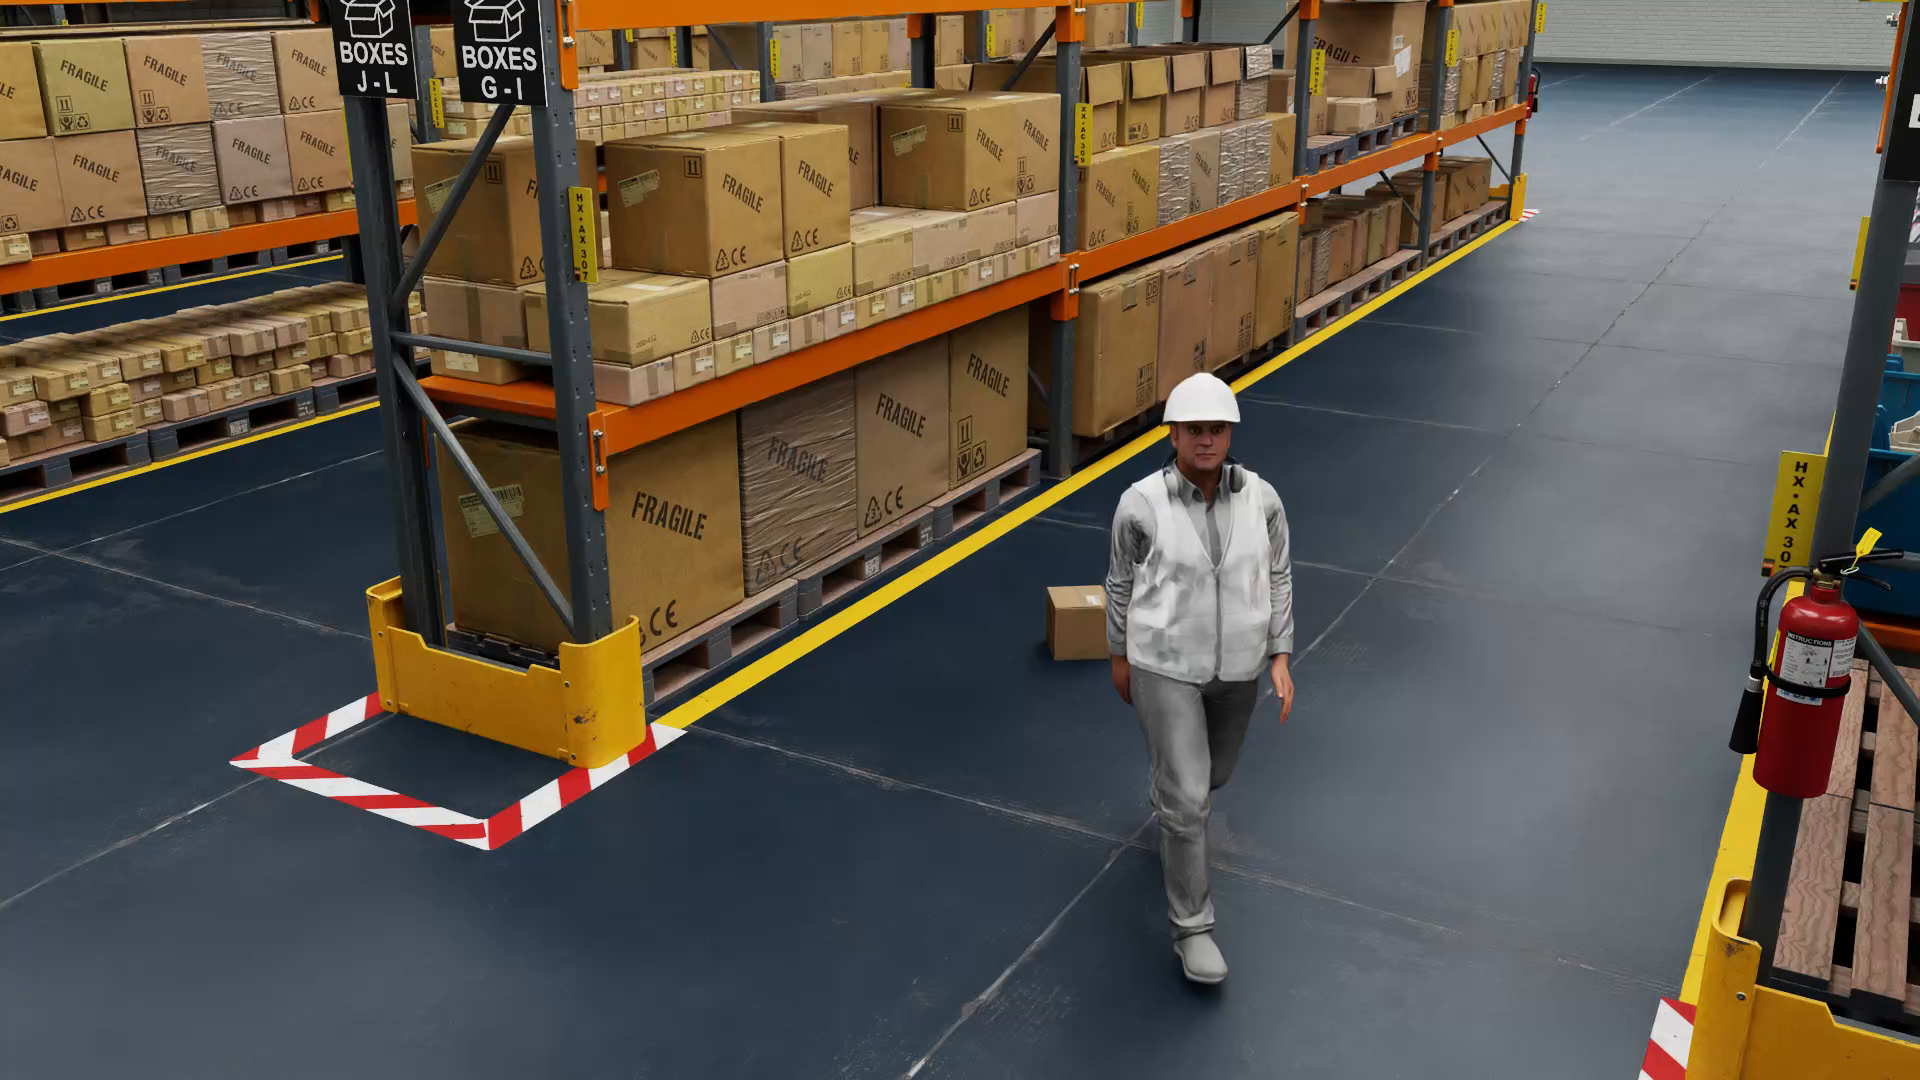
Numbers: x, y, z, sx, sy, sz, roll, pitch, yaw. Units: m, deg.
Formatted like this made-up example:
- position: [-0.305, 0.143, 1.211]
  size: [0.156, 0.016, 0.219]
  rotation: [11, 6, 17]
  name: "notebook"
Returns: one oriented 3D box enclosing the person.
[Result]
- position: [0.723, 0.350, 5.029]
  size: [0.537, 1.730, 1.020]
  rotation: [-4, 20, -12]
  name: "person"
